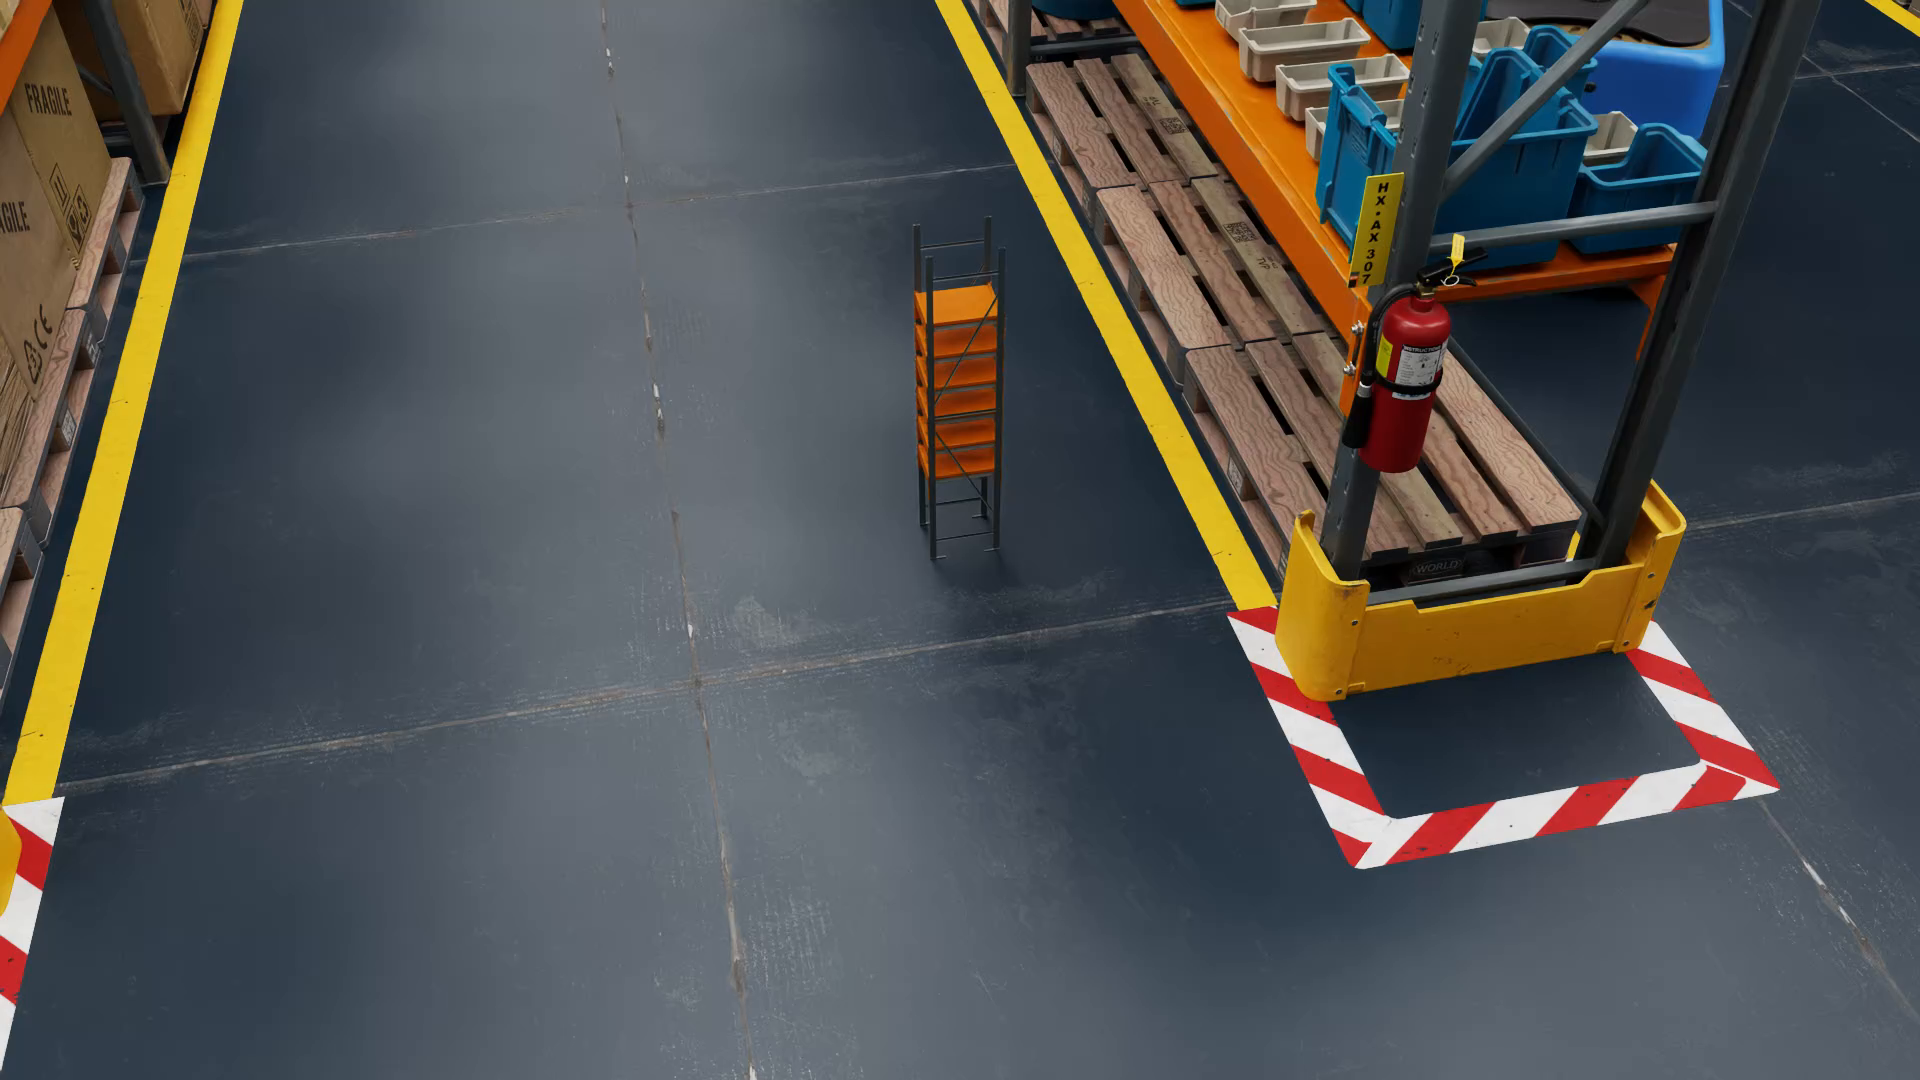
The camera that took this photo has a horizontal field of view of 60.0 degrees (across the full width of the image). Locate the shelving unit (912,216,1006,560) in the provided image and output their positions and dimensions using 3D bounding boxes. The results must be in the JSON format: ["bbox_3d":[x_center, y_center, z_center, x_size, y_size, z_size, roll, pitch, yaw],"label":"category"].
[{"bbox_3d":[-0.003,-0.458,5.362,0.258,1.200,0.189,-8,42,-9],"label":"shelving unit"}]

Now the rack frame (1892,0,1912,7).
[{"bbox_3d":[5.571,-4.117,8.129,1.000,3.000,0.127,-8,42,-9],"label":"rack frame"}]

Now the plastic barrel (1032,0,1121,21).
[{"bbox_3d":[0.632,-3.137,8.289,0.600,0.901,0.708,-8,42,-9],"label":"plastic barrel"}]

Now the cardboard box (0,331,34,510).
[{"bbox_3d":[-3.652,-0.463,5.296,0.875,0.875,0.875,-8,42,-9],"label":"cardboard box"}]

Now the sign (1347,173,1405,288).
[{"bbox_3d":[1.063,-0.789,4.256,0.100,0.325,0.005,-8,42,-9],"label":"sign"}]

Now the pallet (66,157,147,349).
[{"bbox_3d":[-4.015,-1.153,6.890,1.003,0.211,1.213,-8,42,-9],"label":"pallet"}]

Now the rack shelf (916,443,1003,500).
[{"bbox_3d":[-0.003,-0.245,5.551,0.258,0.103,0.180,-8,42,-9],"label":"rack shelf"}]

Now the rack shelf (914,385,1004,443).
[{"bbox_3d":[-0.003,-0.425,5.392,0.258,0.103,0.180,-8,42,-9],"label":"rack shelf"}]

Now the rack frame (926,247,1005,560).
[{"bbox_3d":[0.017,-0.399,5.295,0.240,1.200,0.006,-8,42,-9],"label":"rack frame"}]

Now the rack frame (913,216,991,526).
[{"bbox_3d":[-0.023,-0.517,5.429,0.240,1.200,0.006,-8,42,-9],"label":"rack frame"}]

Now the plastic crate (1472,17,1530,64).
[{"bbox_3d":[1.730,-1.607,5.455,0.250,0.136,0.298,-8,42,-9],"label":"plastic crate"}]

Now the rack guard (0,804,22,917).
[{"bbox_3d":[-3.235,0.843,4.424,1.175,0.500,0.348,-8,42,-9],"label":"rack guard"}]

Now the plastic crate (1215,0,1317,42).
[{"bbox_3d":[1.029,-1.800,5.671,0.298,0.136,0.250,-8,42,-9],"label":"plastic crate"}]

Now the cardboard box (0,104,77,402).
[{"bbox_3d":[-3.844,-1.040,5.946,0.875,0.875,0.875,-8,42,-9],"label":"cardboard box"}]

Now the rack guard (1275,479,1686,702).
[{"bbox_3d":[1.614,0.132,5.225,1.175,0.500,0.348,-8,42,-9],"label":"rack guard"}]

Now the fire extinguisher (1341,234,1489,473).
[{"bbox_3d":[1.185,-0.486,4.377,0.296,0.674,0.183,-8,42,-9],"label":"fire extinguisher"}]

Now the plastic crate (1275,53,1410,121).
[{"bbox_3d":[1.195,-1.433,5.259,0.396,0.136,0.243,-8,42,-9],"label":"plastic crate"}]

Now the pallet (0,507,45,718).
[{"bbox_3d":[-3.489,0.429,5.108,1.003,0.211,1.213,-8,42,-9],"label":"pallet"}]

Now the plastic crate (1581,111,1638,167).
[{"bbox_3d":[1.876,-1.168,4.959,0.250,0.136,0.298,-8,42,-9],"label":"plastic crate"}]

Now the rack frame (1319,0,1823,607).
[{"bbox_3d":[1.597,-0.817,4.411,1.000,3.000,0.127,-8,42,-9],"label":"rack frame"}]

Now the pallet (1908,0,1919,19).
[{"bbox_3d":[5.718,-2.629,8.553,1.003,0.211,1.213,-8,42,-9],"label":"pallet"}]

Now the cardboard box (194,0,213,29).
[{"bbox_3d":[-4.454,-3.054,8.215,1.225,0.875,0.875,-10,43,-11],"label":"cardboard box"}]

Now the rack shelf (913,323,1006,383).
[{"bbox_3d":[-0.003,-0.604,5.232,0.258,0.103,0.180,-8,42,-9],"label":"rack shelf"}]

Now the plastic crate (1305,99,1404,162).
[{"bbox_3d":[1.244,-1.243,5.045,0.396,0.136,0.243,-8,42,-9],"label":"plastic crate"}]

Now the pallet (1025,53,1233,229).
[{"bbox_3d":[0.930,-1.896,7.727,1.003,0.211,1.213,-8,42,-9],"label":"pallet"}]

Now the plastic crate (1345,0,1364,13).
[{"bbox_3d":[1.516,-2.032,5.861,0.416,0.233,0.300,-8,42,-9],"label":"plastic crate"}]

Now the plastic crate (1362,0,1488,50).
[{"bbox_3d":[1.580,-1.837,5.641,0.416,0.233,0.300,-8,42,-9],"label":"plastic crate"}]

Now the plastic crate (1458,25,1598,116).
[{"bbox_3d":[1.723,-1.411,5.161,0.416,0.233,0.300,-8,42,-9],"label":"plastic crate"}]

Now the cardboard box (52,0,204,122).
[{"bbox_3d":[-4.261,-2.475,7.562,1.225,0.875,0.875,-8,42,-9],"label":"cardboard box"}]

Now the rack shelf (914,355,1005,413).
[{"bbox_3d":[-0.003,-0.515,5.312,0.258,0.103,0.180,-8,42,-9],"label":"rack shelf"}]

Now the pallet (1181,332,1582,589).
[{"bbox_3d":[1.456,-0.314,5.945,1.003,0.211,1.213,-8,42,-9],"label":"pallet"}]

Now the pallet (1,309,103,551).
[{"bbox_3d":[-3.749,-0.361,5.997,1.003,0.211,1.213,-8,42,-9],"label":"pallet"}]

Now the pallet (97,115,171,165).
[{"bbox_3d":[-4.343,-2.147,8.009,1.003,0.211,1.213,-8,42,-9],"label":"pallet"}]

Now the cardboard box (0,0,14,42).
[{"bbox_3d":[-3.495,-1.788,5.694,0.380,0.149,0.250,-8,42,-8],"label":"cardboard box"}]

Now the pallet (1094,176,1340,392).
[{"bbox_3d":[1.197,-1.103,6.834,1.003,0.211,1.213,-8,42,-9],"label":"pallet"}]

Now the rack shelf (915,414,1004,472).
[{"bbox_3d":[-0.003,-0.335,5.471,0.258,0.103,0.180,-8,42,-9],"label":"rack shelf"}]

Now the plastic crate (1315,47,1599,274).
[{"bbox_3d":[1.342,-1.043,4.594,0.616,0.435,0.499,-8,42,-9],"label":"plastic crate"}]

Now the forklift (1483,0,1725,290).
[{"bbox_3d":[2.797,-3.107,7.042,1.130,2.935,3.031,12,43,13],"label":"forklift"}]

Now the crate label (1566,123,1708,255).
[{"bbox_3d":[1.865,-0.984,4.680,0.416,0.233,0.303,-8,42,-9],"label":"crate label"}]

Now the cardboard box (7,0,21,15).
[{"bbox_3d":[-3.551,-1.955,5.883,0.380,0.149,0.250,-8,42,-8],"label":"cardboard box"}]

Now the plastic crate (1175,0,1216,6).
[{"bbox_3d":[0.903,-2.071,5.905,0.416,0.233,0.300,-8,42,-9],"label":"plastic crate"}]

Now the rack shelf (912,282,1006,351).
[{"bbox_3d":[-0.003,-0.694,5.153,0.258,0.103,0.180,-8,42,-9],"label":"rack shelf"}]

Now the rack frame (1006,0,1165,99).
[{"bbox_3d":[0.733,-3.410,7.332,1.000,3.000,0.127,-8,42,-9],"label":"rack frame"}]

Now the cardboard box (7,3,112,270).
[{"bbox_3d":[-4.039,-1.623,6.603,0.875,0.875,0.875,-8,42,-9],"label":"cardboard box"}]

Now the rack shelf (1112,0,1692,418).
[{"bbox_3d":[1.165,-1.844,6.110,1.077,0.370,4.000,-8,42,-9],"label":"rack shelf"}]

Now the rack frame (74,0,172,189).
[{"bbox_3d":[-4.103,-2.700,6.532,1.000,3.000,0.127,-8,42,-9],"label":"rack frame"}]

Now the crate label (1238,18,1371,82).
[{"bbox_3d":[1.111,-1.610,5.458,0.396,0.136,0.243,-8,42,-9],"label":"crate label"}]

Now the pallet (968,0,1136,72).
[{"bbox_3d":[0.607,-2.873,8.828,1.003,0.211,1.213,-8,42,-9],"label":"pallet"}]
